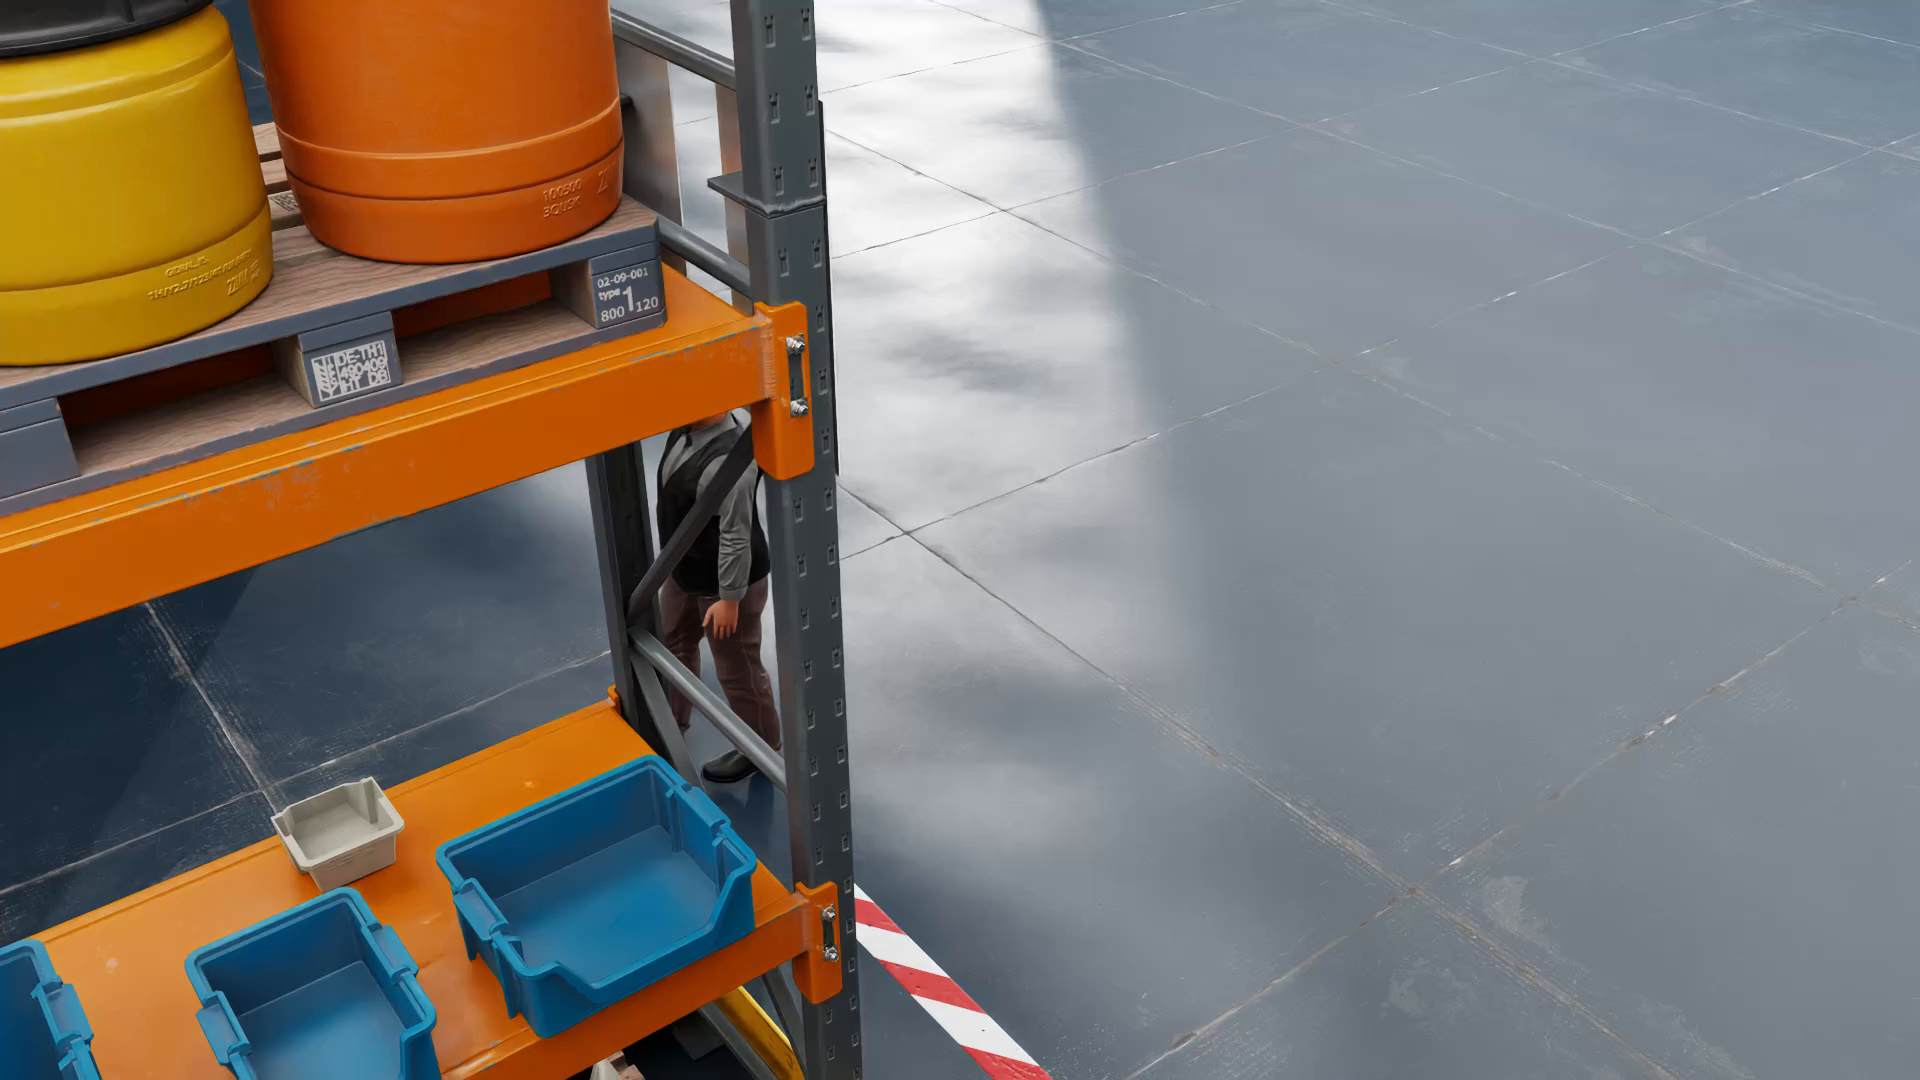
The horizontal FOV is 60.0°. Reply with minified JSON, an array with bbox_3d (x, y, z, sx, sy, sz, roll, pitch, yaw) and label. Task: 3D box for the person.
[{"bbox_3d":[-0.989,0.143,5.917,0.603,1.721,0.568,-16,36,-24],"label":"person"}]
